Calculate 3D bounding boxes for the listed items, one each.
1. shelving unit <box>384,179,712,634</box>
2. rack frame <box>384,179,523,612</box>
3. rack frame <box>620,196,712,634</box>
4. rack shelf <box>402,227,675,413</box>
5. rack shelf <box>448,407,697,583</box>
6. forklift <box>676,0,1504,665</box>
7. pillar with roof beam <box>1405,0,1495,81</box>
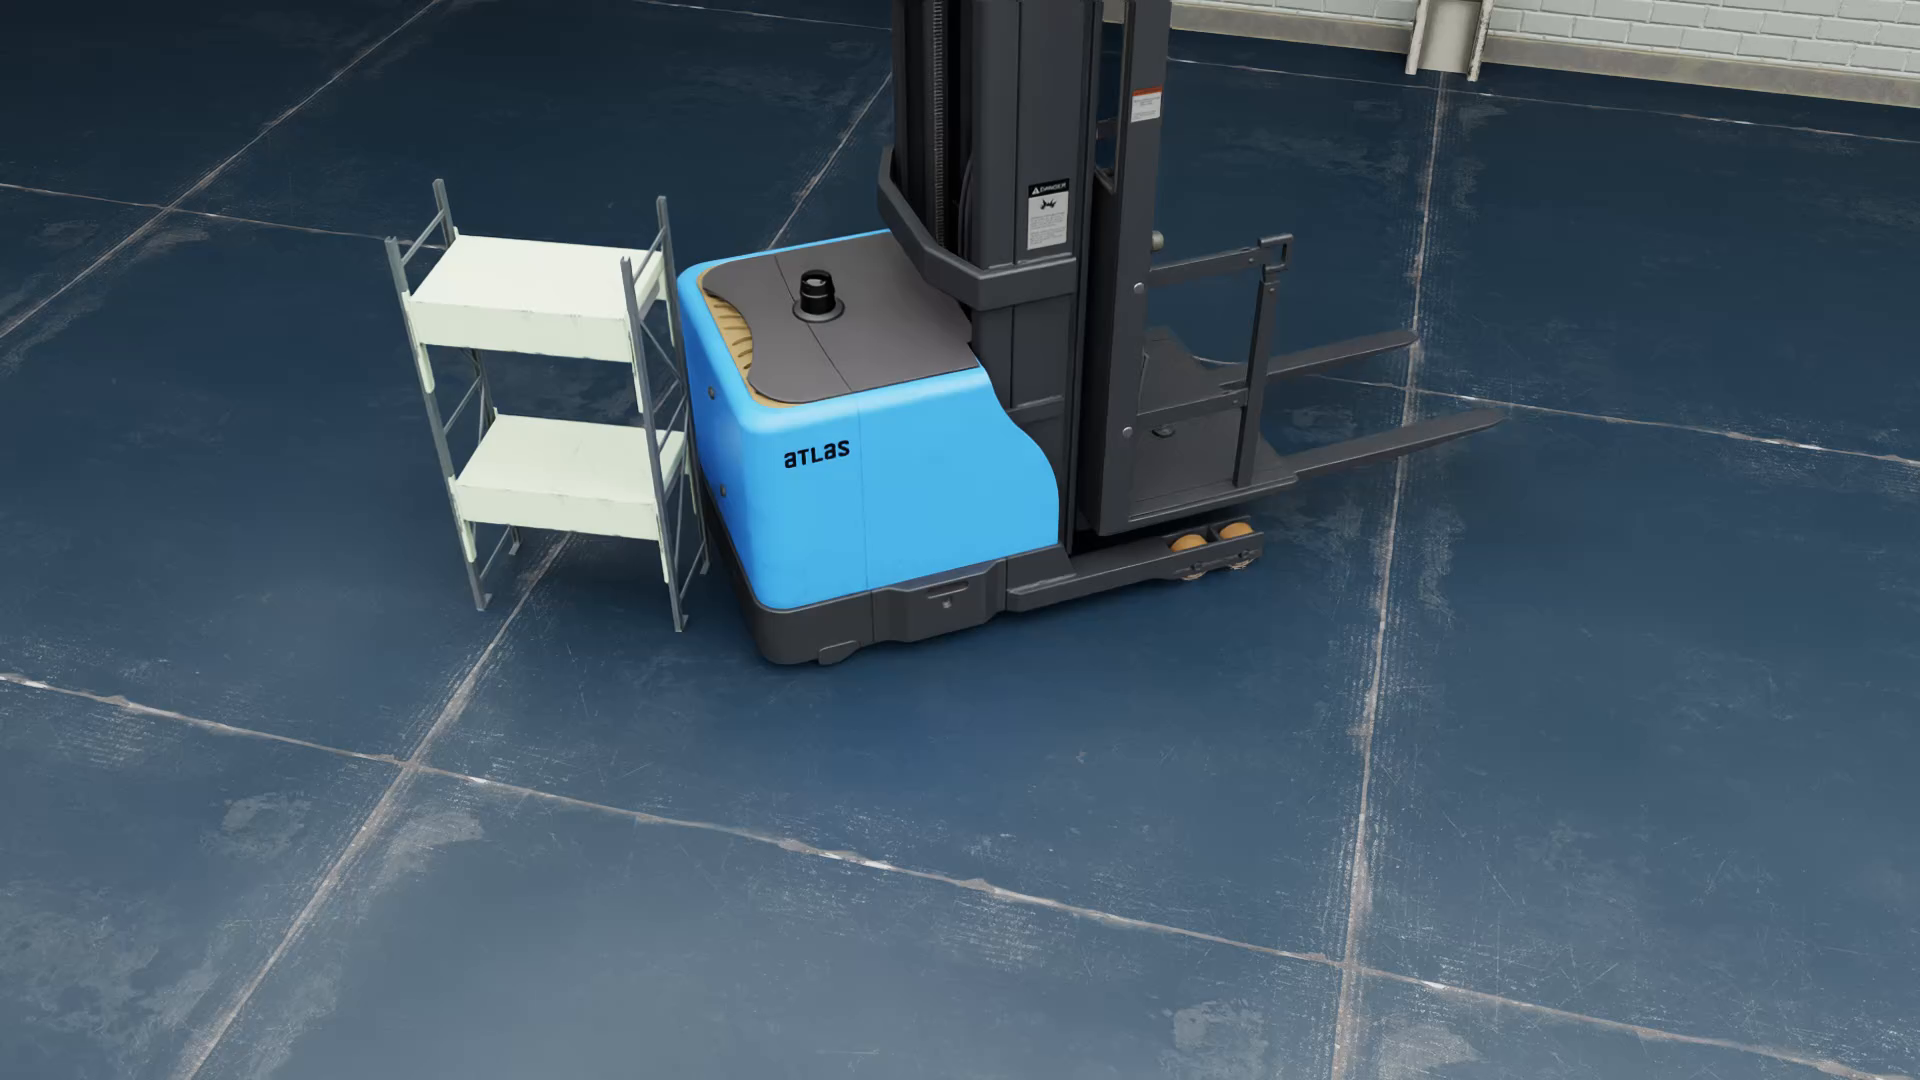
[{"bbox_3d":[-1.322,-0.409,5.571,0.755,1.500,0.431,6,40,7],"label":"shelving unit"},{"bbox_3d":[-1.684,-0.446,5.614,0.023,1.500,0.400,6,40,7],"label":"rack frame"},{"bbox_3d":[-0.960,-0.373,5.528,0.023,1.500,0.400,6,40,7],"label":"rack frame"},{"bbox_3d":[-1.322,-0.708,5.320,0.720,0.370,0.431,6,40,7],"label":"rack shelf"},{"bbox_3d":[-1.322,-0.160,5.781,0.720,0.370,0.431,6,40,7],"label":"rack shelf"},{"bbox_3d":[0.582,-1.282,5.497,3.031,2.935,1.130,-14,42,-16],"label":"forklift"},{"bbox_3d":[1.631,-3.467,3.381,0.400,9.000,9.100,10,41,11],"label":"pillar with roof beam"}]
